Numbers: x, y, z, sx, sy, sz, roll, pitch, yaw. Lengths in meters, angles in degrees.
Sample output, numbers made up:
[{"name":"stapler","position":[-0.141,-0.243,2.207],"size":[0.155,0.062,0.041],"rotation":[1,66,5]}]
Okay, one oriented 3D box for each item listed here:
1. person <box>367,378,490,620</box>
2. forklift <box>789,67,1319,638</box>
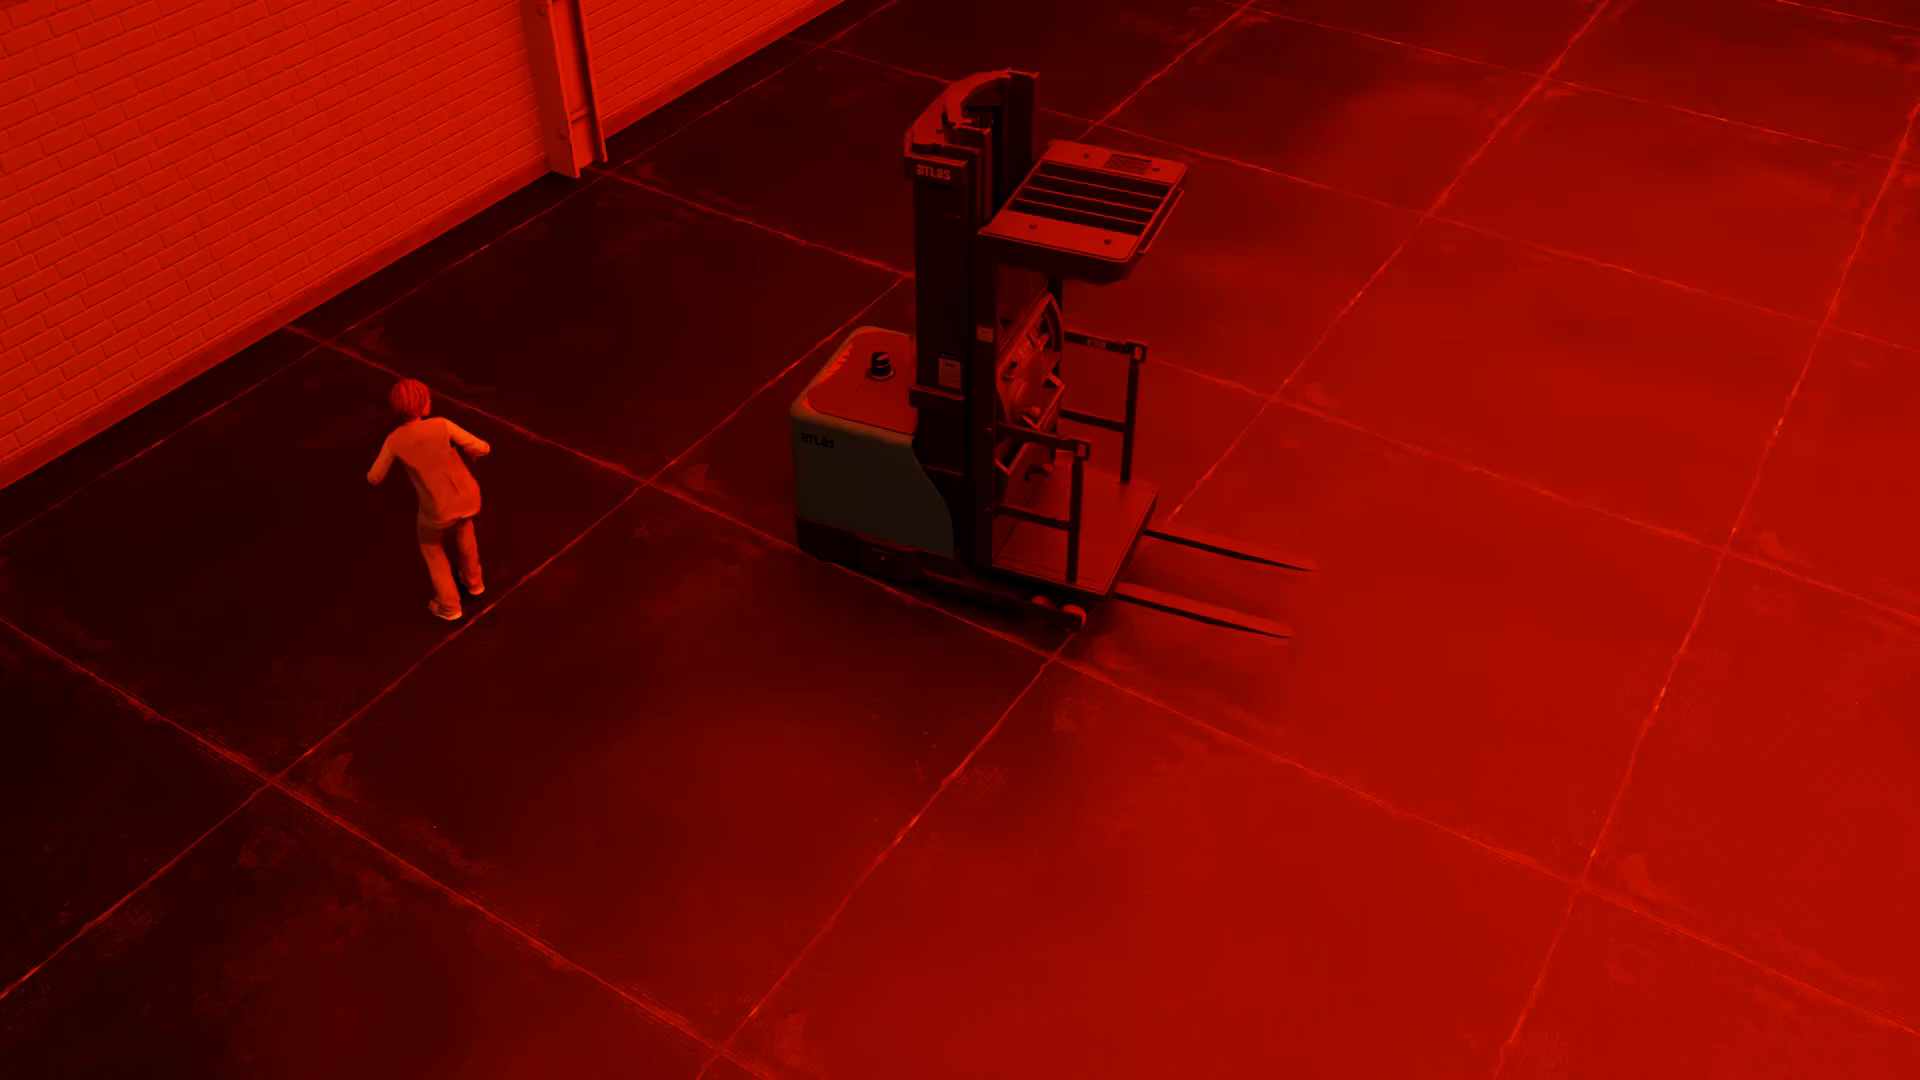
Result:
[{"name":"person","position":[-2.956,-0.251,9.378],"size":[0.657,1.549,0.570],"rotation":[-21,44,-23]},{"name":"forklift","position":[0.572,-0.975,9.117],"size":[3.031,2.935,1.130],"rotation":[15,42,17]}]
